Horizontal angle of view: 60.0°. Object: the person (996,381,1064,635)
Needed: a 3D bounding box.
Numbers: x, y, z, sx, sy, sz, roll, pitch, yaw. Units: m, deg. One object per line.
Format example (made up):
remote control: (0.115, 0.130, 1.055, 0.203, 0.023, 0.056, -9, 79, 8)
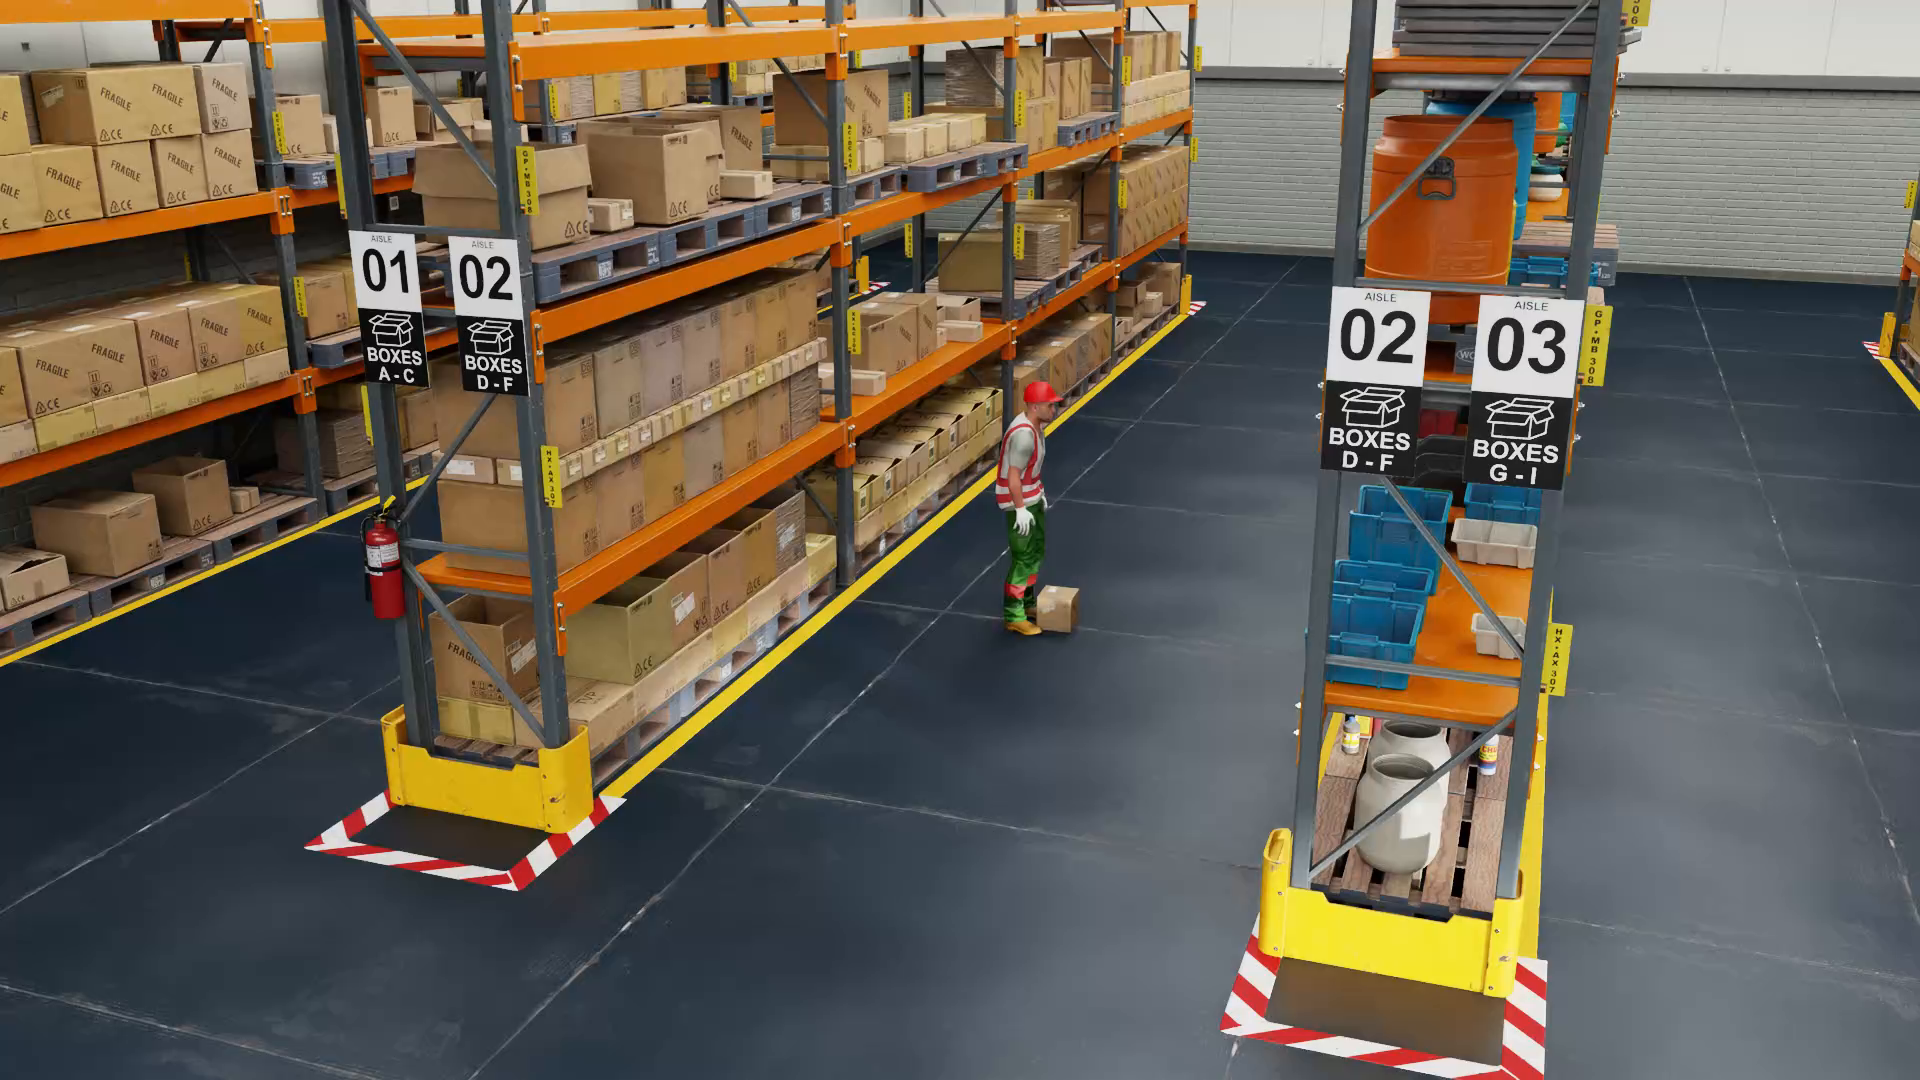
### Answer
person: (0.490, -0.252, 11.792, 0.453, 1.778, 0.616, 5, 19, 15)
